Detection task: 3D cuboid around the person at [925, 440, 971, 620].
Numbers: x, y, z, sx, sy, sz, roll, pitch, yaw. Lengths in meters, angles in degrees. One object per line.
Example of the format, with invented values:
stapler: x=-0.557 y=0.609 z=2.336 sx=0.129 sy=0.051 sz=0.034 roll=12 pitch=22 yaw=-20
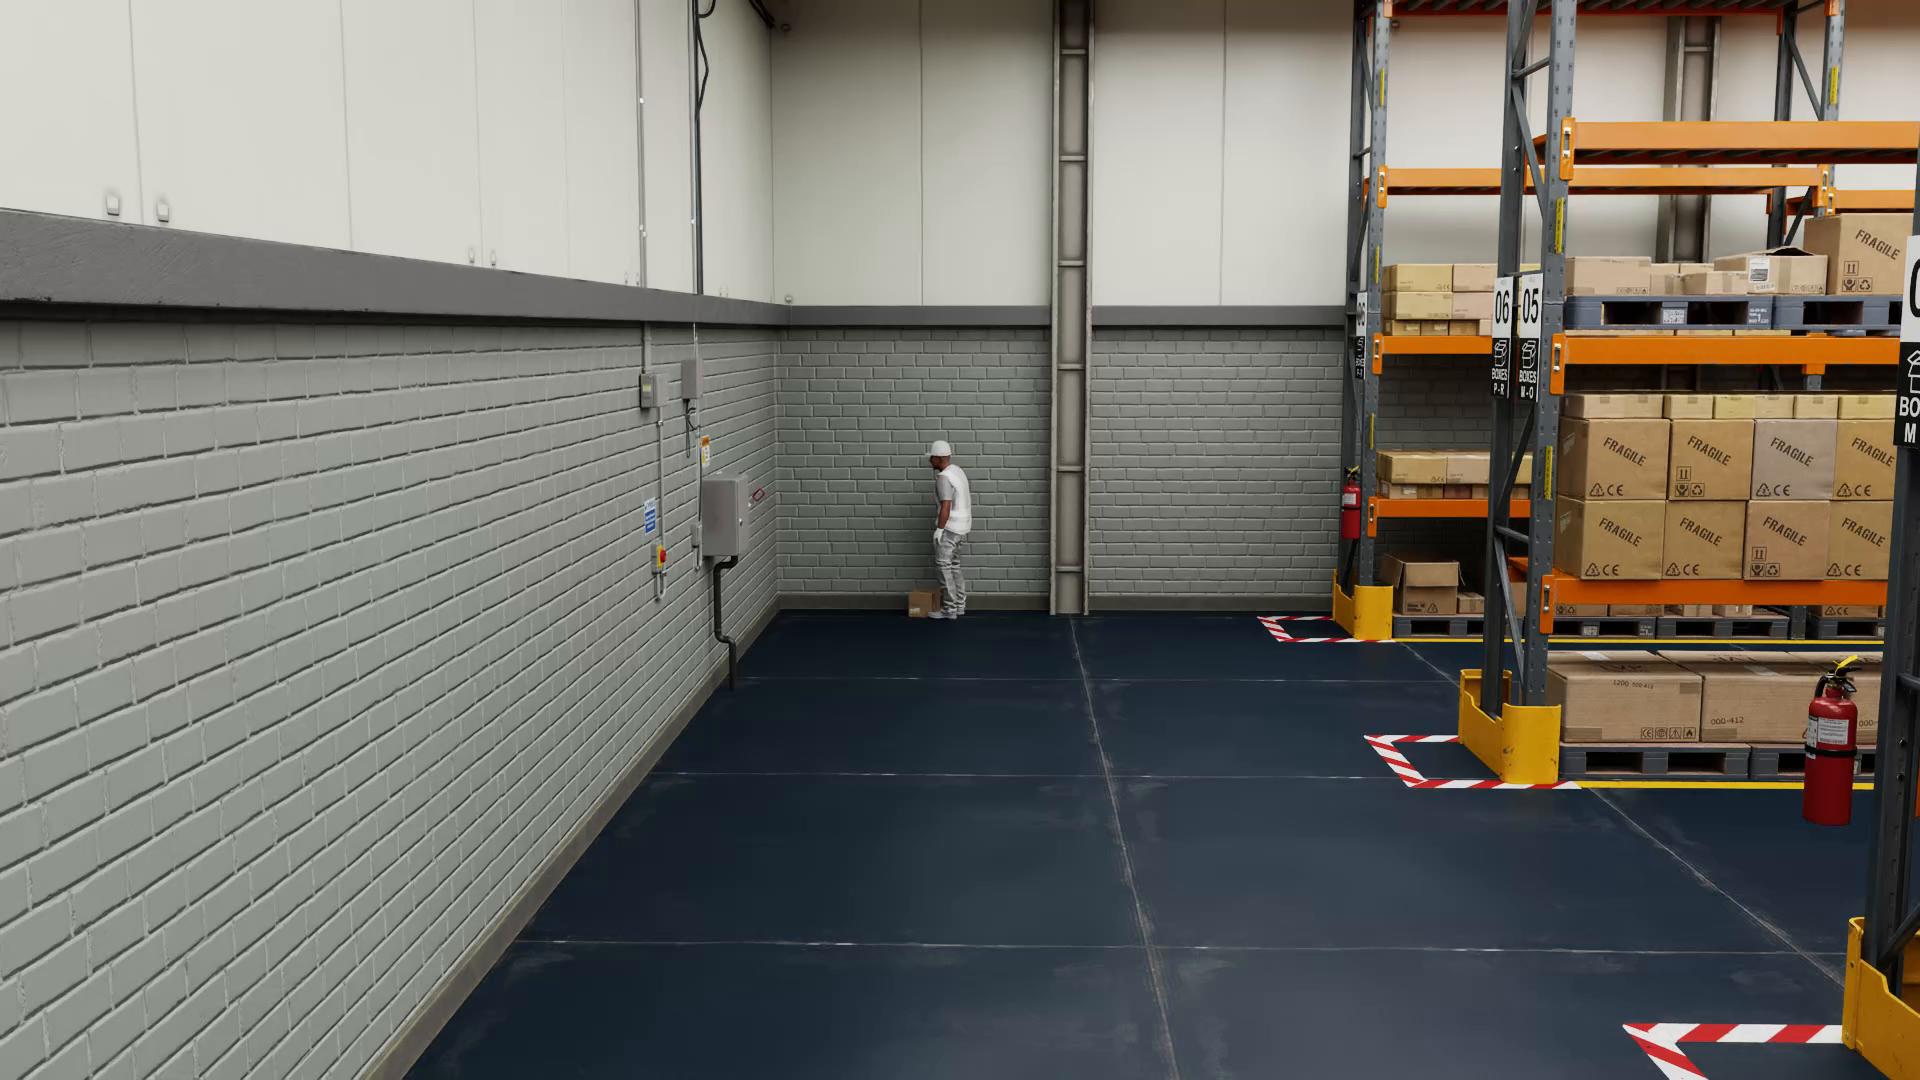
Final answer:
person: x=-0.126 y=-0.106 z=16.570 sx=0.452 sy=1.773 sz=0.625 roll=2 pitch=7 yaw=17
